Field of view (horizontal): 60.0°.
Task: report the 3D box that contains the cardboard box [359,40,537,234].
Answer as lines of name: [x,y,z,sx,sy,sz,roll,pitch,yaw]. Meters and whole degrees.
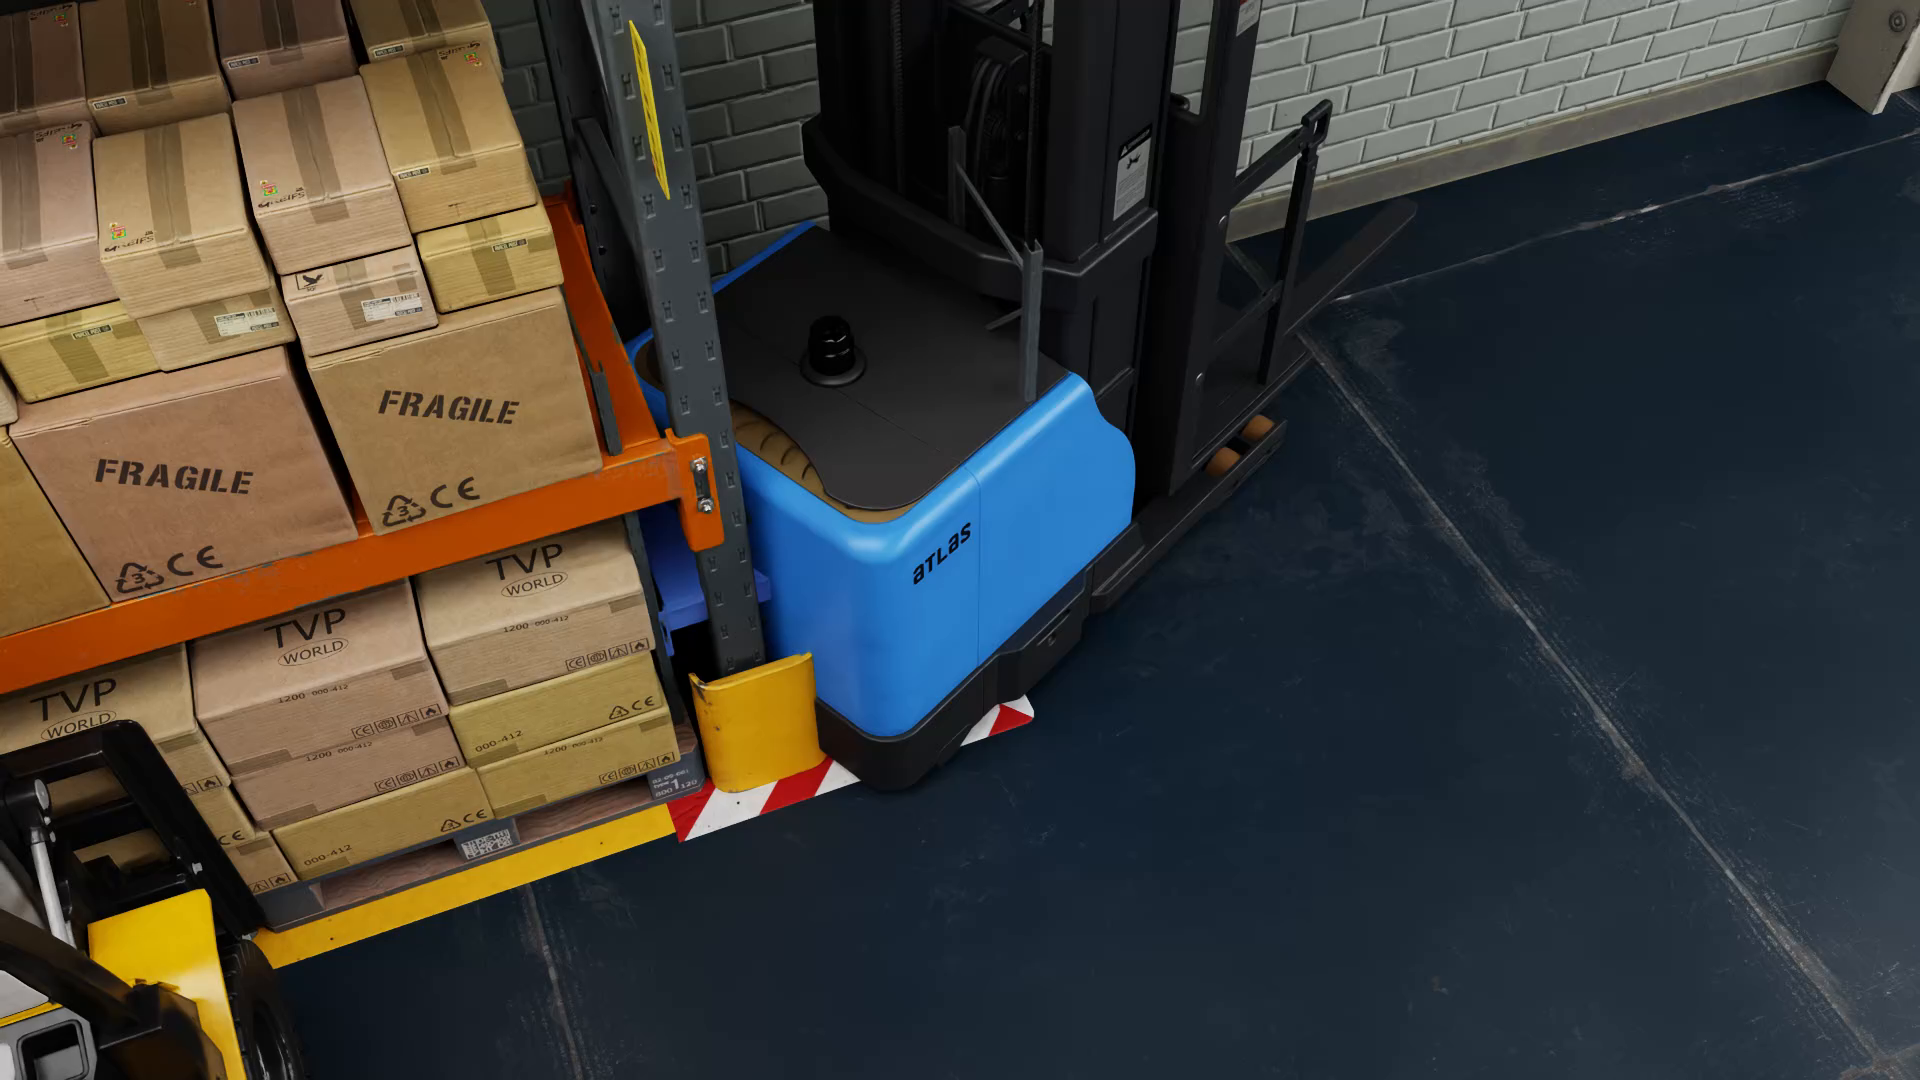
cardboard box: [-1.008,-0.797,3.268,0.250,0.149,0.380,-17,51,-14]

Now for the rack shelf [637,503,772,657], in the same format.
rack shelf: [-0.392,-0.087,4.495,1.000,0.185,0.538,-18,53,-14]

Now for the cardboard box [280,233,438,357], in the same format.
cardboard box: [-1.196,-0.561,3.261,0.250,0.149,0.380,-16,51,-14]

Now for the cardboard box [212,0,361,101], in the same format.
cardboard box: [-1.417,-1.069,3.502,0.250,0.149,0.380,-16,51,-13]

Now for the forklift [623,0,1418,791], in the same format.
forklift: [0.411,-1.315,4.448,1.130,2.935,3.031,33,57,25]

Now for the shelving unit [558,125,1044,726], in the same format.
shelving unit: [-0.392,-0.201,4.356,1.048,1.500,0.538,-18,53,-14]

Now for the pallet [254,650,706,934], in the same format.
pallet: [-1.448,0.450,4.724,1.213,0.211,1.003,-17,52,-14]

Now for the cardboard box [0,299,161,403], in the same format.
cardboard box: [-1.693,-0.466,3.180,0.250,0.149,0.380,-18,52,-15]

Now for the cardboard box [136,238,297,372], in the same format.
cardboard box: [-1.460,-0.529,3.234,0.250,0.149,0.380,-16,51,-14]

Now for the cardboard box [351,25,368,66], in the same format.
cardboard box: [-1.372,-0.921,3.570,0.250,0.149,0.380,-17,52,-14]

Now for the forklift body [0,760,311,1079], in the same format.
forklift body: [-1.822,1.394,2.635,1.214,2.155,2.313,-17,52,-14]

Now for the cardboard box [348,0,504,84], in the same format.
cardboard box: [-1.148,-1.102,3.529,0.250,0.149,0.380,-18,52,-15]

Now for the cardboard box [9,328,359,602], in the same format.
cardboard box: [-1.596,-0.272,3.440,0.500,0.500,0.500,-16,51,-13]

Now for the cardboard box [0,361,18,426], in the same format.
cardboard box: [-1.923,-0.356,3.085,0.250,0.149,0.380,-19,52,-15]

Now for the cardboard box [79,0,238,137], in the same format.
cardboard box: [-1.642,-0.965,3.412,0.250,0.149,0.380,-16,51,-14]

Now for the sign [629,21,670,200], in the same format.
sign: [-0.564,-0.777,3.020,0.005,0.325,0.100,-17,52,-14]

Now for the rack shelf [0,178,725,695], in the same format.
rack shelf: [-2.607,0.101,3.660,4.000,0.370,1.077,-17,52,-14]

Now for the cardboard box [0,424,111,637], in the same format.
cardboard box: [-2.070,-0.125,3.314,0.500,0.500,0.500,-18,52,-15]

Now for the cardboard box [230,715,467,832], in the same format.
cardboard box: [-1.557,0.384,4.149,0.500,0.250,0.500,-18,52,-15]

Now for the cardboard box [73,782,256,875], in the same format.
cardboard box: [-2.027,0.547,4.009,0.500,0.250,0.500,-18,52,-15]

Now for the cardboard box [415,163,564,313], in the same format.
cardboard box: [-0.971,-0.655,3.342,0.250,0.149,0.380,-17,51,-14]

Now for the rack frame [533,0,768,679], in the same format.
rack frame: [-0.756,-0.707,3.880,0.127,3.000,1.000,-17,52,-14]

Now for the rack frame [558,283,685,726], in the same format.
rack frame: [-0.861,-0.051,4.230,0.032,1.500,0.500,-18,53,-14]

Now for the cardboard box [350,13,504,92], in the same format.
cardboard box: [-1.168,-1.036,3.669,0.250,0.149,0.380,-18,52,-15]

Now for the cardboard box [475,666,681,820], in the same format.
cardboard box: [-1.071,0.408,4.458,0.500,0.250,0.500,-17,51,-14]

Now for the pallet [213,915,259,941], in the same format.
pallet: [-2.576,0.797,4.426,1.213,0.211,1.003,-17,52,-14]

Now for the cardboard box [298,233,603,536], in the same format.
cardboard box: [-1.112,-0.414,3.563,0.500,0.500,0.500,-18,52,-15]

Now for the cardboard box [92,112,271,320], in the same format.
cardboard box: [-1.456,-0.611,3.108,0.250,0.149,0.380,-16,51,-13]

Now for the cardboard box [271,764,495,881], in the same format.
cardboard box: [-1.535,0.544,4.341,0.500,0.250,0.500,-17,52,-14]

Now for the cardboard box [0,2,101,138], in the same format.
cardboard box: [-1.876,-0.904,3.360,0.250,0.149,0.380,-17,51,-14]

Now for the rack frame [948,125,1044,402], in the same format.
rack frame: [0.078,-0.352,4.481,0.032,1.500,0.500,-18,53,-14]

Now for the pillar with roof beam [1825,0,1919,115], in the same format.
pillar with roof beam: [5.441,-1.793,0.858,0.400,9.000,9.100,-17,52,-14]

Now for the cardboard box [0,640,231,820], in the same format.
cardboard box: [-1.998,0.379,3.823,0.500,0.250,0.500,-17,51,-14]

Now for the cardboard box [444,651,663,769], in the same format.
cardboard box: [-1.088,0.248,4.266,0.500,0.250,0.500,-18,52,-15]

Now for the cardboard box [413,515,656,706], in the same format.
cardboard box: [-1.064,0.077,4.083,0.500,0.250,0.500,-16,51,-13]

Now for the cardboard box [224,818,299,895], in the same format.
cardboard box: [-2.002,0.682,4.223,0.500,0.250,0.500,-17,51,-14]

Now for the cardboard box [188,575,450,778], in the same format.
cardboard box: [-1.535,0.228,3.954,0.500,0.250,0.500,-16,51,-14]

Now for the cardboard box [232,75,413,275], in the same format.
cardboard box: [-1.224,-0.705,3.188,0.250,0.149,0.380,-17,51,-14]

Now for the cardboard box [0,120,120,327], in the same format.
cardboard box: [-1.715,-0.592,3.091,0.250,0.149,0.380,-17,51,-14]

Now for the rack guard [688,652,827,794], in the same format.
rack guard: [-0.734,0.100,4.834,0.348,0.500,1.175,-17,52,-14]
